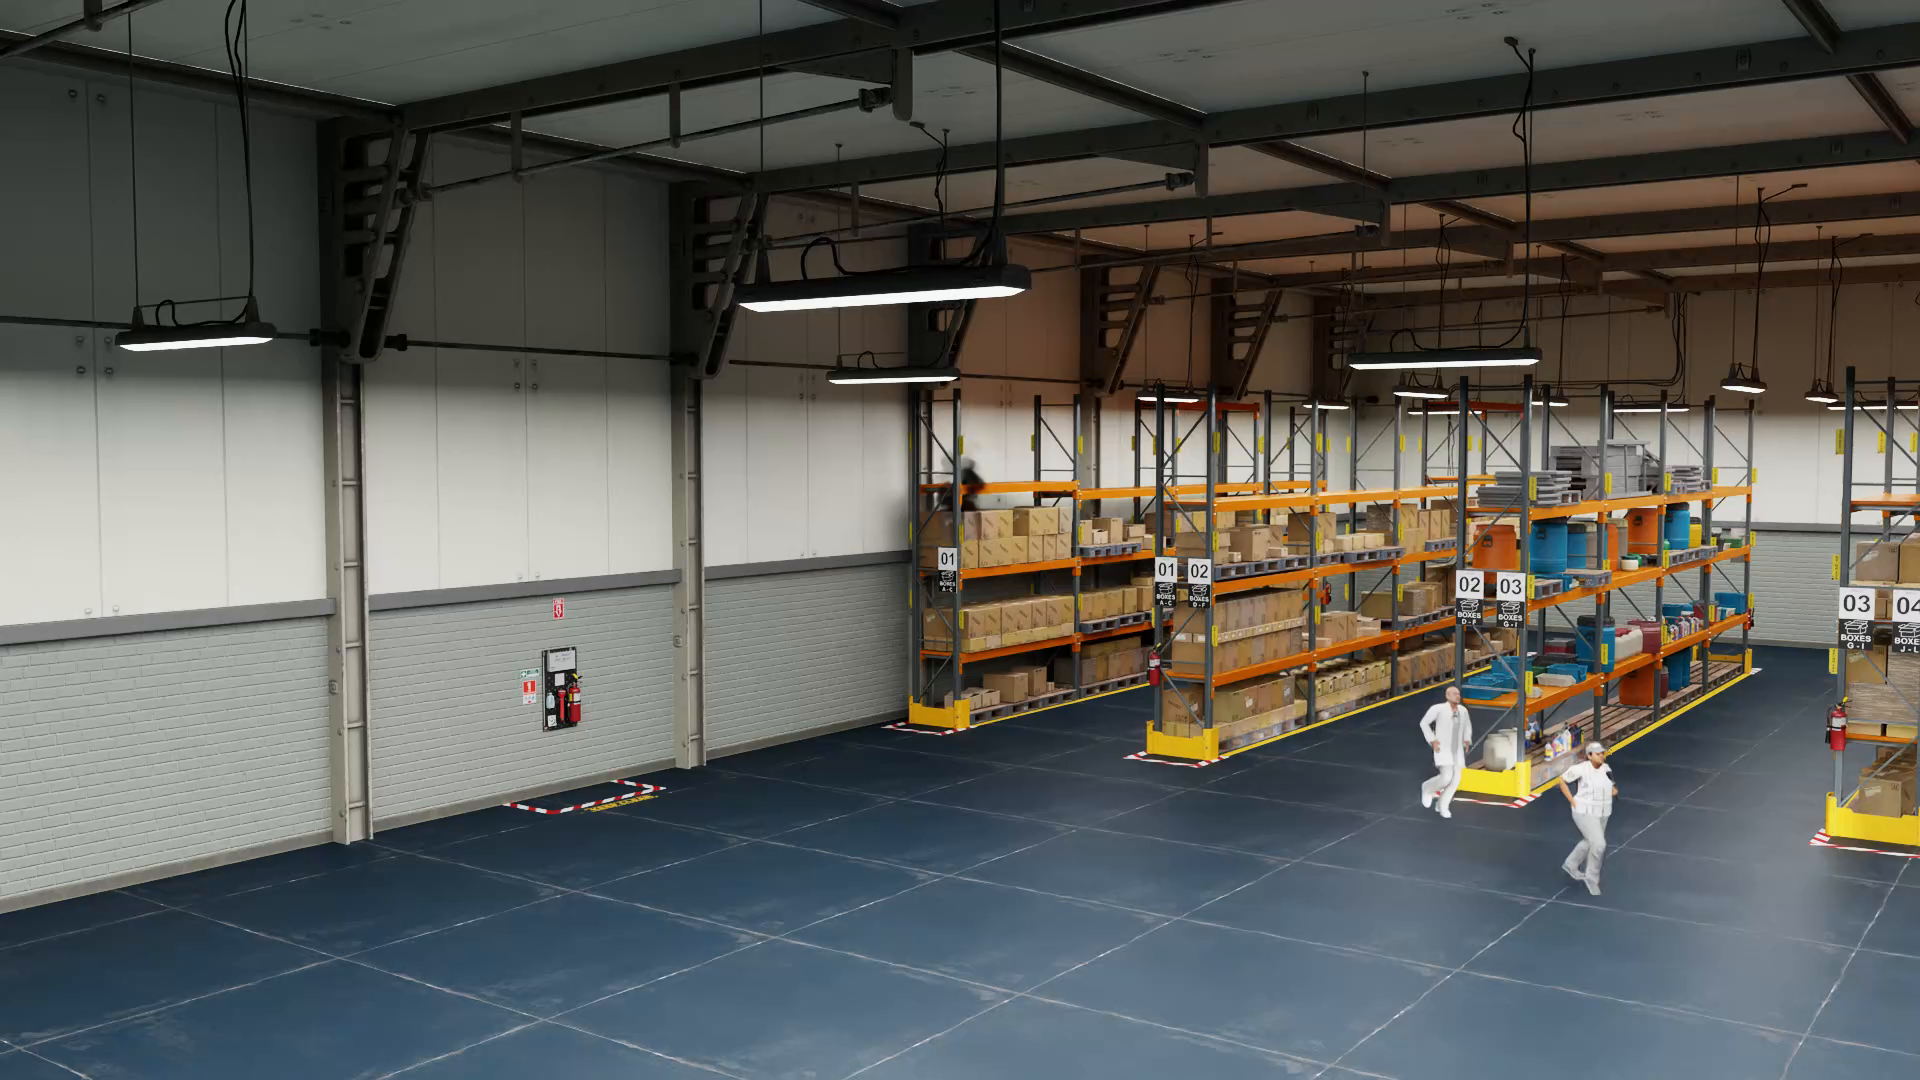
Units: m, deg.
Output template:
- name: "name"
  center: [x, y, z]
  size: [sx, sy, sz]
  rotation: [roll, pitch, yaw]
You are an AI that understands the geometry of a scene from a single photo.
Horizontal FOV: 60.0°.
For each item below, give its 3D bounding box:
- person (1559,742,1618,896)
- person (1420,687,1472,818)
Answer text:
- name: "person"
  center: [7.111, 3.128, 18.777]
  size: [0.586, 1.725, 0.743]
  rotation: [-1, 4, -24]
- name: "person"
  center: [6.643, 2.865, 22.623]
  size: [0.743, 1.752, 0.602]
  rotation: [-1, 3, -19]
